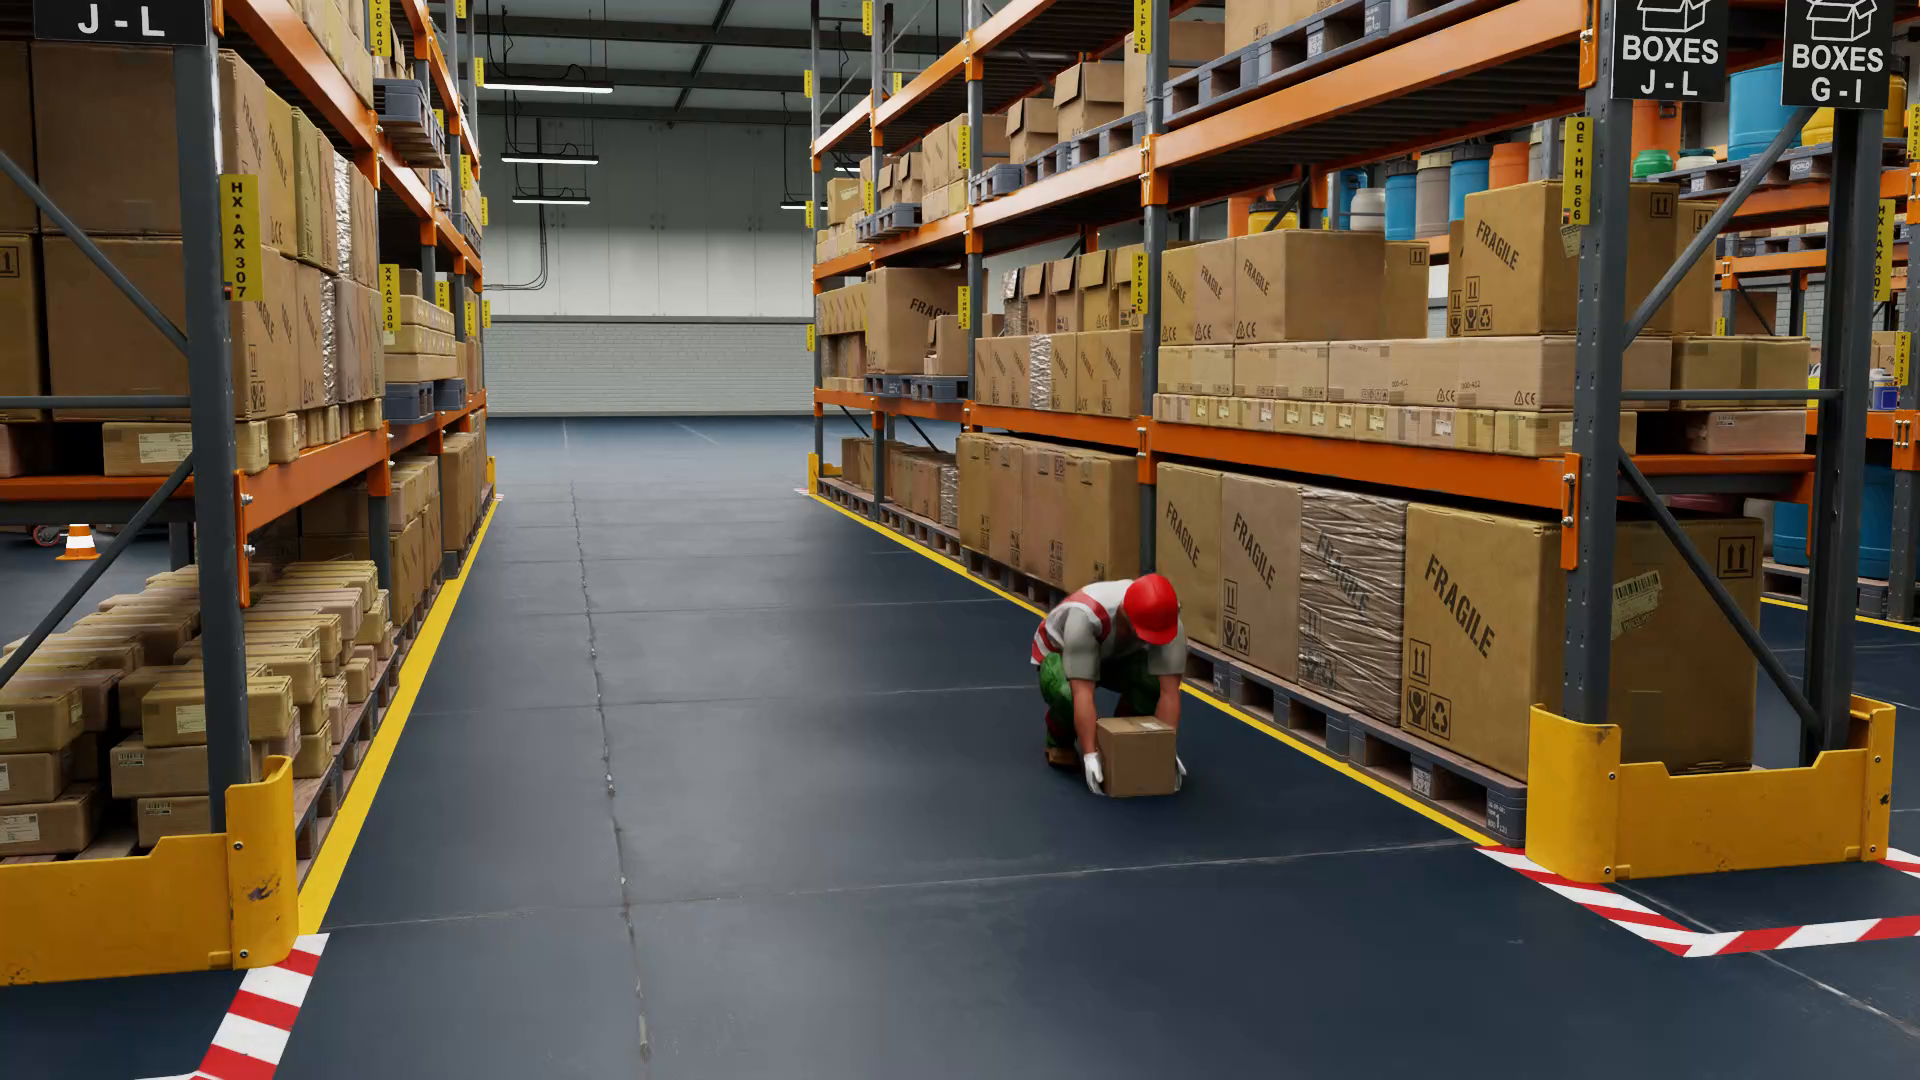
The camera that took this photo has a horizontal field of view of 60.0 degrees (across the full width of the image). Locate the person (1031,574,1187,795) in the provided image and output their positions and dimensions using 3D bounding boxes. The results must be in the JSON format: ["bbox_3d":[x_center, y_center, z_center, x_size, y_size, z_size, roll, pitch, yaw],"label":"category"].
[{"bbox_3d":[2.482,-0.111,12.664,7.151,0.880,11.857,-1,6,-14],"label":"person"}]
